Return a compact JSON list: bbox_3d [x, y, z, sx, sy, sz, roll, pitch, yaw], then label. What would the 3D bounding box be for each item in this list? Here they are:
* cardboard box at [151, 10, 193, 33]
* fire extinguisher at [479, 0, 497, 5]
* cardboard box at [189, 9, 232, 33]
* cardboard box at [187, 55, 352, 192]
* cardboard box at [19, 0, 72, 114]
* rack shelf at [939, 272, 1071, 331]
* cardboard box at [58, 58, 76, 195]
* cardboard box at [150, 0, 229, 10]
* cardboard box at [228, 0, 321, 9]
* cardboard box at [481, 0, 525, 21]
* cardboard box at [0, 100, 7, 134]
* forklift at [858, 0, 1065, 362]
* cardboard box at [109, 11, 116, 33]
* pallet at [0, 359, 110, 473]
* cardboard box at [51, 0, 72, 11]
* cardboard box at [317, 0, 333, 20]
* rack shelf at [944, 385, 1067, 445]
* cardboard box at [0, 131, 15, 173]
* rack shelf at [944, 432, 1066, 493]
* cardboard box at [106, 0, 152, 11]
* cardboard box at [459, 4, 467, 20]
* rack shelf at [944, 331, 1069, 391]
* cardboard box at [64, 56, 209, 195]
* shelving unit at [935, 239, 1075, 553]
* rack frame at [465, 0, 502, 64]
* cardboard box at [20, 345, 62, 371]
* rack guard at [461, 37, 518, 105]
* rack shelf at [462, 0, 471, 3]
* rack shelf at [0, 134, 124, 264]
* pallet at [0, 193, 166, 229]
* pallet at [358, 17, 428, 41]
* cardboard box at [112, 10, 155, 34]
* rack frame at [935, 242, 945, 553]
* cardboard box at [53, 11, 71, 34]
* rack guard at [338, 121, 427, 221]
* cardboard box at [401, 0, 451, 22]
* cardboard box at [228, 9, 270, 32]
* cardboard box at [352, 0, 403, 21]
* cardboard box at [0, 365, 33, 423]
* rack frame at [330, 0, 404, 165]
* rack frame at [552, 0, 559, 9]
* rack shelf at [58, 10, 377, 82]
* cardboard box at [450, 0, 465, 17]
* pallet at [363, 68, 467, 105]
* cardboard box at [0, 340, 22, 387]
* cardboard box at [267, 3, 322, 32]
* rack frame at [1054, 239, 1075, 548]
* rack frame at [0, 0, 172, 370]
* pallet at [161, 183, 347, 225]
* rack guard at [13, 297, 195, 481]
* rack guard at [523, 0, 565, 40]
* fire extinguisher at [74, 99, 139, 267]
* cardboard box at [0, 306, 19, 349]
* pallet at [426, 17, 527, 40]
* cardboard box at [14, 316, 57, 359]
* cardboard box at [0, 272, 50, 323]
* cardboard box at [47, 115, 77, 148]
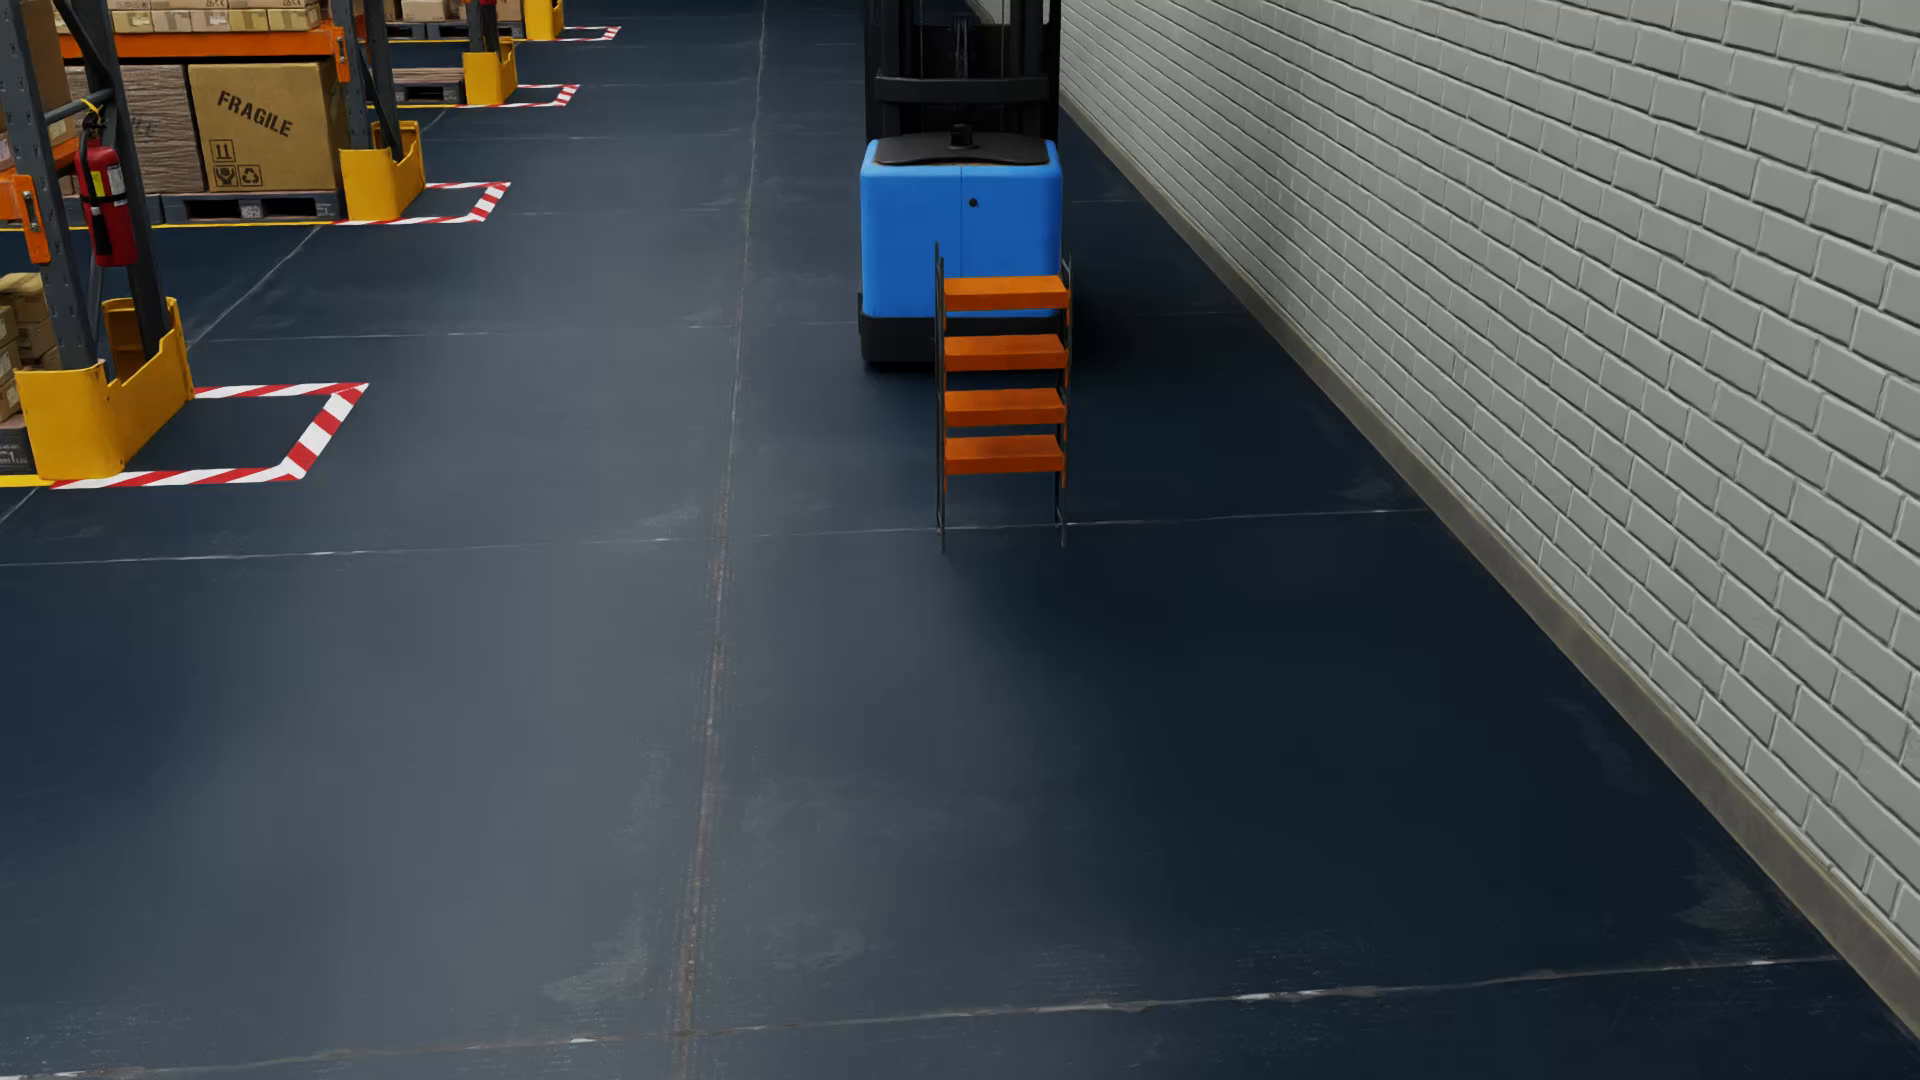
[{"bbox_3d":[-5.363,-3.593,11.450,0.250,0.149,0.380,-2,24,-4],"label":"cardboard box"},{"bbox_3d":[-4.575,-5.504,15.995,0.183,0.674,0.296,-2,24,-5],"label":"fire extinguisher"},{"bbox_3d":[-5.115,-3.603,11.472,0.250,0.149,0.380,-2,24,-5],"label":"cardboard box"},{"bbox_3d":[-4.912,-3.049,12.015,0.875,0.875,0.875,-2,24,-5],"label":"cardboard box"},{"bbox_3d":[-4.370,-2.152,7.409,0.500,0.500,0.500,-1,24,-3],"label":"cardboard box"},{"bbox_3d":[0.165,-0.914,6.362,0.480,0.148,0.258,-2,24,-5],"label":"rack shelf"},{"bbox_3d":[-6.704,-2.977,11.853,0.875,0.875,0.875,-2,24,-5],"label":"cardboard box"},{"bbox_3d":[-5.244,-3.806,11.439,0.500,0.250,0.500,-3,24,-6],"label":"cardboard box"},{"bbox_3d":[-4.739,-3.826,11.484,0.500,0.250,0.500,-3,24,-6],"label":"cardboard box"},{"bbox_3d":[-5.770,-6.827,20.953,0.500,0.500,0.500,-2,24,-5],"label":"cardboard box"},{"bbox_3d":[-4.318,-1.936,6.924,0.500,0.500,0.500,-2,24,-4],"label":"cardboard box"},{"bbox_3d":[0.013,-2.814,9.472,1.130,2.935,3.031,0,24,0],"label":"forklift"},{"bbox_3d":[-5.880,-3.571,11.401,0.250,0.149,0.380,-2,24,-5],"label":"cardboard box"},{"bbox_3d":[-4.784,-0.581,7.798,1.213,0.211,1.003,-2,24,-5],"label":"pallet"},{"bbox_3d":[-6.269,-3.763,11.342,0.500,0.250,0.500,-2,24,-5],"label":"cardboard box"},{"bbox_3d":[-4.669,-3.890,12.118,0.250,0.149,0.380,-2,24,-5],"label":"cardboard box"},{"bbox_3d":[0.165,-0.493,6.548,0.480,0.148,0.258,-2,24,-5],"label":"rack shelf"},{"bbox_3d":[-4.193,-1.635,7.044,0.250,0.149,0.380,-2,24,-5],"label":"cardboard box"},{"bbox_3d":[0.165,-0.312,6.629,0.480,0.148,0.258,-2,24,-5],"label":"rack shelf"},{"bbox_3d":[-5.751,-3.786,11.393,0.500,0.250,0.500,-3,24,-7],"label":"cardboard box"},{"bbox_3d":[-6.182,-6.695,21.066,0.250,0.166,0.380,-2,24,-5],"label":"cardboard box"},{"bbox_3d":[0.165,-0.698,6.458,0.480,0.148,0.258,-2,24,-5],"label":"rack shelf"},{"bbox_3d":[-5.818,-3.012,11.933,0.875,0.875,0.875,-2,24,-5],"label":"cardboard box"},{"bbox_3d":[0.165,-0.555,6.521,0.503,1.200,0.258,-2,24,-5],"label":"shelving unit"},{"bbox_3d":[-4.770,-5.888,16.303,0.127,3.000,1.000,-2,24,-5],"label":"rack frame"},{"bbox_3d":[-4.449,-0.874,8.017,0.250,0.149,0.380,-2,24,-4],"label":"cardboard box"},{"bbox_3d":[-4.747,-4.751,16.824,0.348,0.500,1.175,-2,24,-5],"label":"rack guard"},{"bbox_3d":[-6.760,-5.479,16.269,4.000,0.370,1.077,-2,24,-5],"label":"rack shelf"},{"bbox_3d":[-5.887,-1.468,7.246,4.000,0.370,1.077,-2,24,-5],"label":"rack shelf"},{"bbox_3d":[-6.283,-2.500,12.115,1.213,0.211,1.003,-2,24,-5],"label":"pallet"},{"bbox_3d":[-7.333,-6.533,21.188,1.213,0.211,1.003,-2,24,-5],"label":"pallet"},{"bbox_3d":[-5.621,-3.582,11.425,0.250,0.149,0.380,-3,24,-6],"label":"cardboard box"},{"bbox_3d":[-0.078,-0.545,6.499,0.015,1.200,0.240,-2,24,-5],"label":"rack frame"},{"bbox_3d":[-6.126,-3.563,11.381,0.250,0.149,0.380,-2,24,-4],"label":"cardboard box"},{"bbox_3d":[-4.259,-2.744,12.309,0.348,0.500,1.175,-2,24,-5],"label":"rack guard"},{"bbox_3d":[-6.718,-6.687,20.946,0.500,0.250,0.500,-2,24,-5],"label":"cardboard box"},{"bbox_3d":[-4.864,-3.612,11.493,0.250,0.149,0.380,-2,24,-5],"label":"cardboard box"},{"bbox_3d":[-7.365,-6.867,21.039,0.637,0.503,0.797,-2,24,-5],"label":"cardboard box"},{"bbox_3d":[-4.400,-0.661,7.536,0.250,0.149,0.380,-2,24,-4],"label":"cardboard box"},{"bbox_3d":[-4.283,-3.886,11.799,0.127,3.000,1.000,-2,24,-5],"label":"rack frame"},{"bbox_3d":[-5.253,-7.890,20.808,0.127,3.000,1.000,-2,24,-5],"label":"rack frame"},{"bbox_3d":[-6.274,-3.477,11.765,4.000,0.370,1.077,-2,24,-5],"label":"rack shelf"},{"bbox_3d":[-6.320,-6.907,21.441,0.500,0.250,0.500,-2,24,-5],"label":"cardboard box"},{"bbox_3d":[-5.595,-4.596,16.830,1.213,0.211,1.003,-2,24,-5],"label":"pallet"},{"bbox_3d":[-4.393,-0.765,7.406,0.250,0.149,0.380,-3,24,-7],"label":"cardboard box"},{"bbox_3d":[-4.605,-3.623,11.518,0.250,0.149,0.380,-2,24,-4],"label":"cardboard box"},{"bbox_3d":[0.408,-0.565,6.543,0.015,1.200,0.240,-2,24,-5],"label":"rack frame"},{"bbox_3d":[-3.896,-1.877,7.279,0.127,3.000,1.000,-2,24,-5],"label":"rack frame"},{"bbox_3d":[-5.071,-2.548,12.222,1.213,0.211,1.003,-2,24,-5],"label":"pallet"},{"bbox_3d":[-3.972,-0.731,7.780,0.348,0.500,1.175,-2,24,-5],"label":"rack guard"},{"bbox_3d":[-5.329,-6.745,21.309,0.348,0.500,1.175,-2,24,-5],"label":"rack guard"},{"bbox_3d":[-3.600,-1.494,6.974,0.183,0.674,0.296,-2,24,-5],"label":"fire extinguisher"},{"bbox_3d":[-4.398,-0.914,7.374,0.250,0.149,0.380,-2,24,-5],"label":"cardboard box"},{"bbox_3d":[-6.122,-6.580,21.295,1.213,0.211,1.003,-2,24,-5],"label":"pallet"},{"bbox_3d":[-4.443,-0.985,7.899,0.250,0.149,0.380,-1,24,-3],"label":"cardboard box"},{"bbox_3d":[-4.451,-1.154,7.914,0.250,0.149,0.380,-3,24,-8],"label":"cardboard box"},{"bbox_3d":[-4.251,-1.881,7.599,0.250,0.149,0.380,-2,24,-6],"label":"cardboard box"}]
